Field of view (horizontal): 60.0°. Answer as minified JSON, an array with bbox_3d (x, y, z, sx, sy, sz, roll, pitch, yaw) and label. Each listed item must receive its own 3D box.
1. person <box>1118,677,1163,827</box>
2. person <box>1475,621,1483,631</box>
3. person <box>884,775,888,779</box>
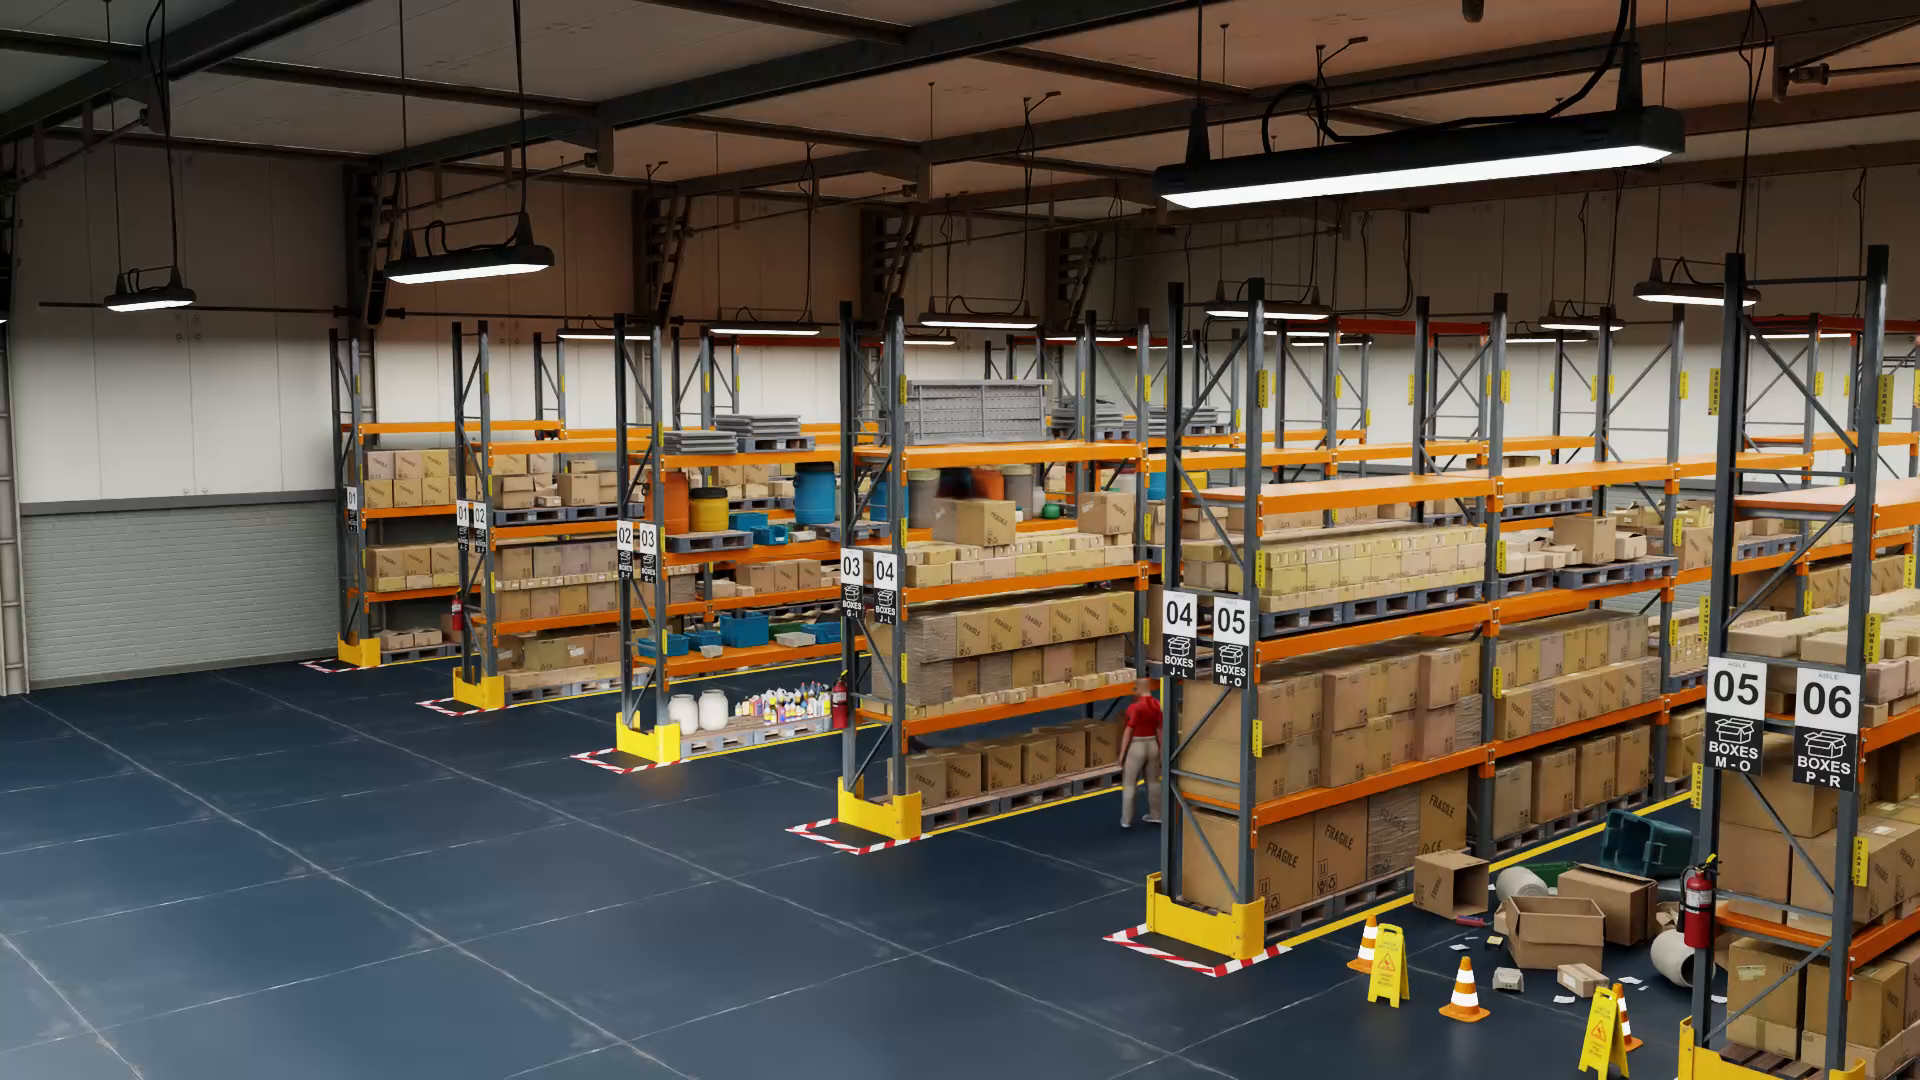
[{"bbox_3d":[2.059,2.428,19.086,0.597,1.735,0.414,-4,7,-34],"label":"person"},{"bbox_3d":[7.836,1.903,24.832,0.877,1.764,0.612,-5,8,-43],"label":"person"},{"bbox_3d":[-0.628,2.895,21.493,0.960,0.304,0.295,-4,7,-37],"label":"person"}]
